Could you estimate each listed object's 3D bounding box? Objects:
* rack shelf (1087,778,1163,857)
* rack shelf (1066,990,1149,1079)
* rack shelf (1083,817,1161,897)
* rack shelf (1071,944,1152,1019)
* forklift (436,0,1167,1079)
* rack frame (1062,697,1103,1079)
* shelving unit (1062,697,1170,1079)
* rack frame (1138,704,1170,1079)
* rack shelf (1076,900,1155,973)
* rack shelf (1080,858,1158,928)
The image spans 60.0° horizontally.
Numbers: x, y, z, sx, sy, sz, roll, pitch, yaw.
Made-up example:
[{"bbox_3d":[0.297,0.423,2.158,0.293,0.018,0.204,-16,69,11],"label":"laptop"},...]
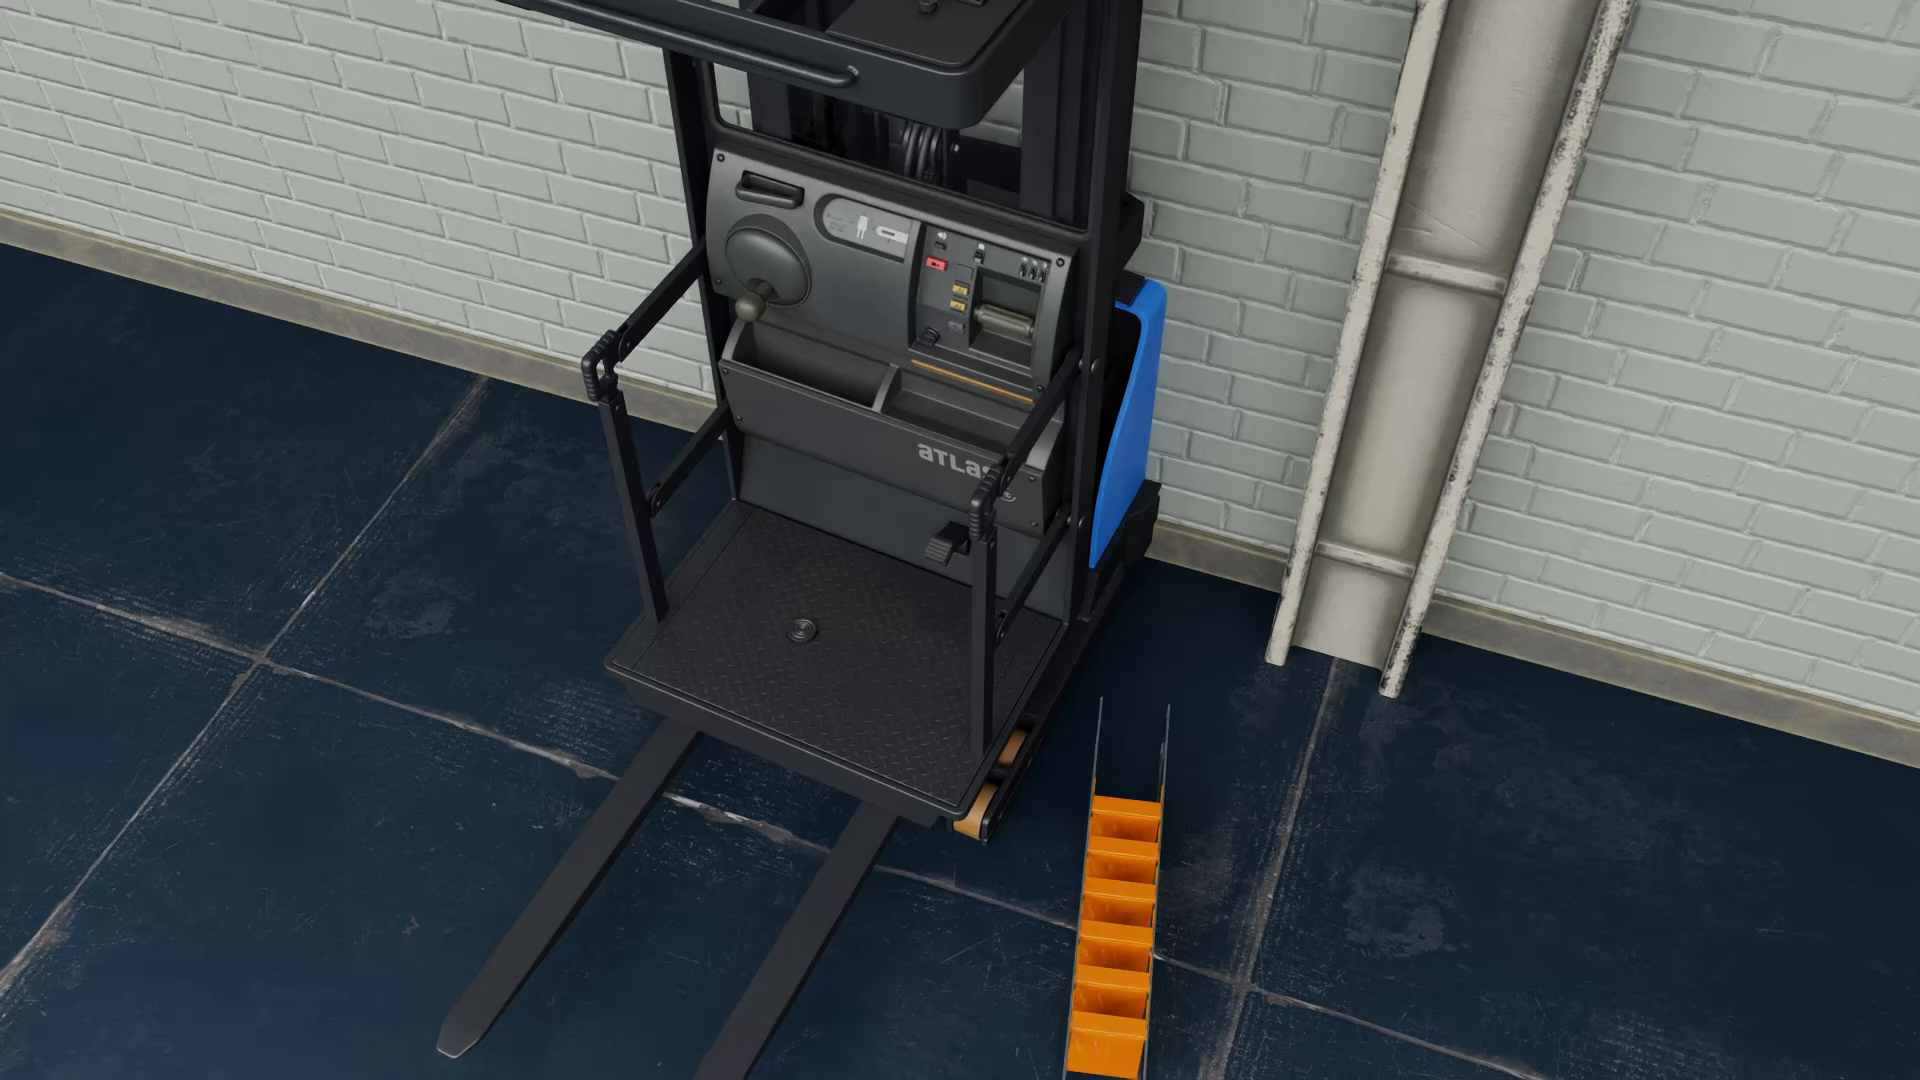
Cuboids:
[{"bbox_3d":[0.434,0.751,4.405,0.180,0.258,0.103,6,49,5],"label":"rack shelf"},{"bbox_3d":[0.353,1.200,4.015,0.180,0.258,0.103,6,49,5],"label":"rack shelf"},{"bbox_3d":[0.418,0.841,4.327,0.180,0.258,0.103,6,49,5],"label":"rack shelf"},{"bbox_3d":[0.369,1.110,4.093,0.180,0.258,0.103,6,49,5],"label":"rack shelf"},{"bbox_3d":[-0.274,-0.534,3.773,1.130,2.935,3.031,20,52,17],"label":"forklift"},{"bbox_3d":[0.305,0.954,4.228,0.006,0.240,1.200,6,49,5],"label":"rack frame"},{"bbox_3d":[0.396,0.964,4.220,0.189,0.258,1.200,6,49,5],"label":"shelving unit"},{"bbox_3d":[0.486,0.973,4.212,0.006,0.240,1.200,6,49,5],"label":"rack frame"},{"bbox_3d":[0.385,1.020,4.171,0.180,0.258,0.103,6,49,5],"label":"rack shelf"},{"bbox_3d":[0.402,0.930,4.249,0.180,0.258,0.103,6,49,5],"label":"rack shelf"}]
